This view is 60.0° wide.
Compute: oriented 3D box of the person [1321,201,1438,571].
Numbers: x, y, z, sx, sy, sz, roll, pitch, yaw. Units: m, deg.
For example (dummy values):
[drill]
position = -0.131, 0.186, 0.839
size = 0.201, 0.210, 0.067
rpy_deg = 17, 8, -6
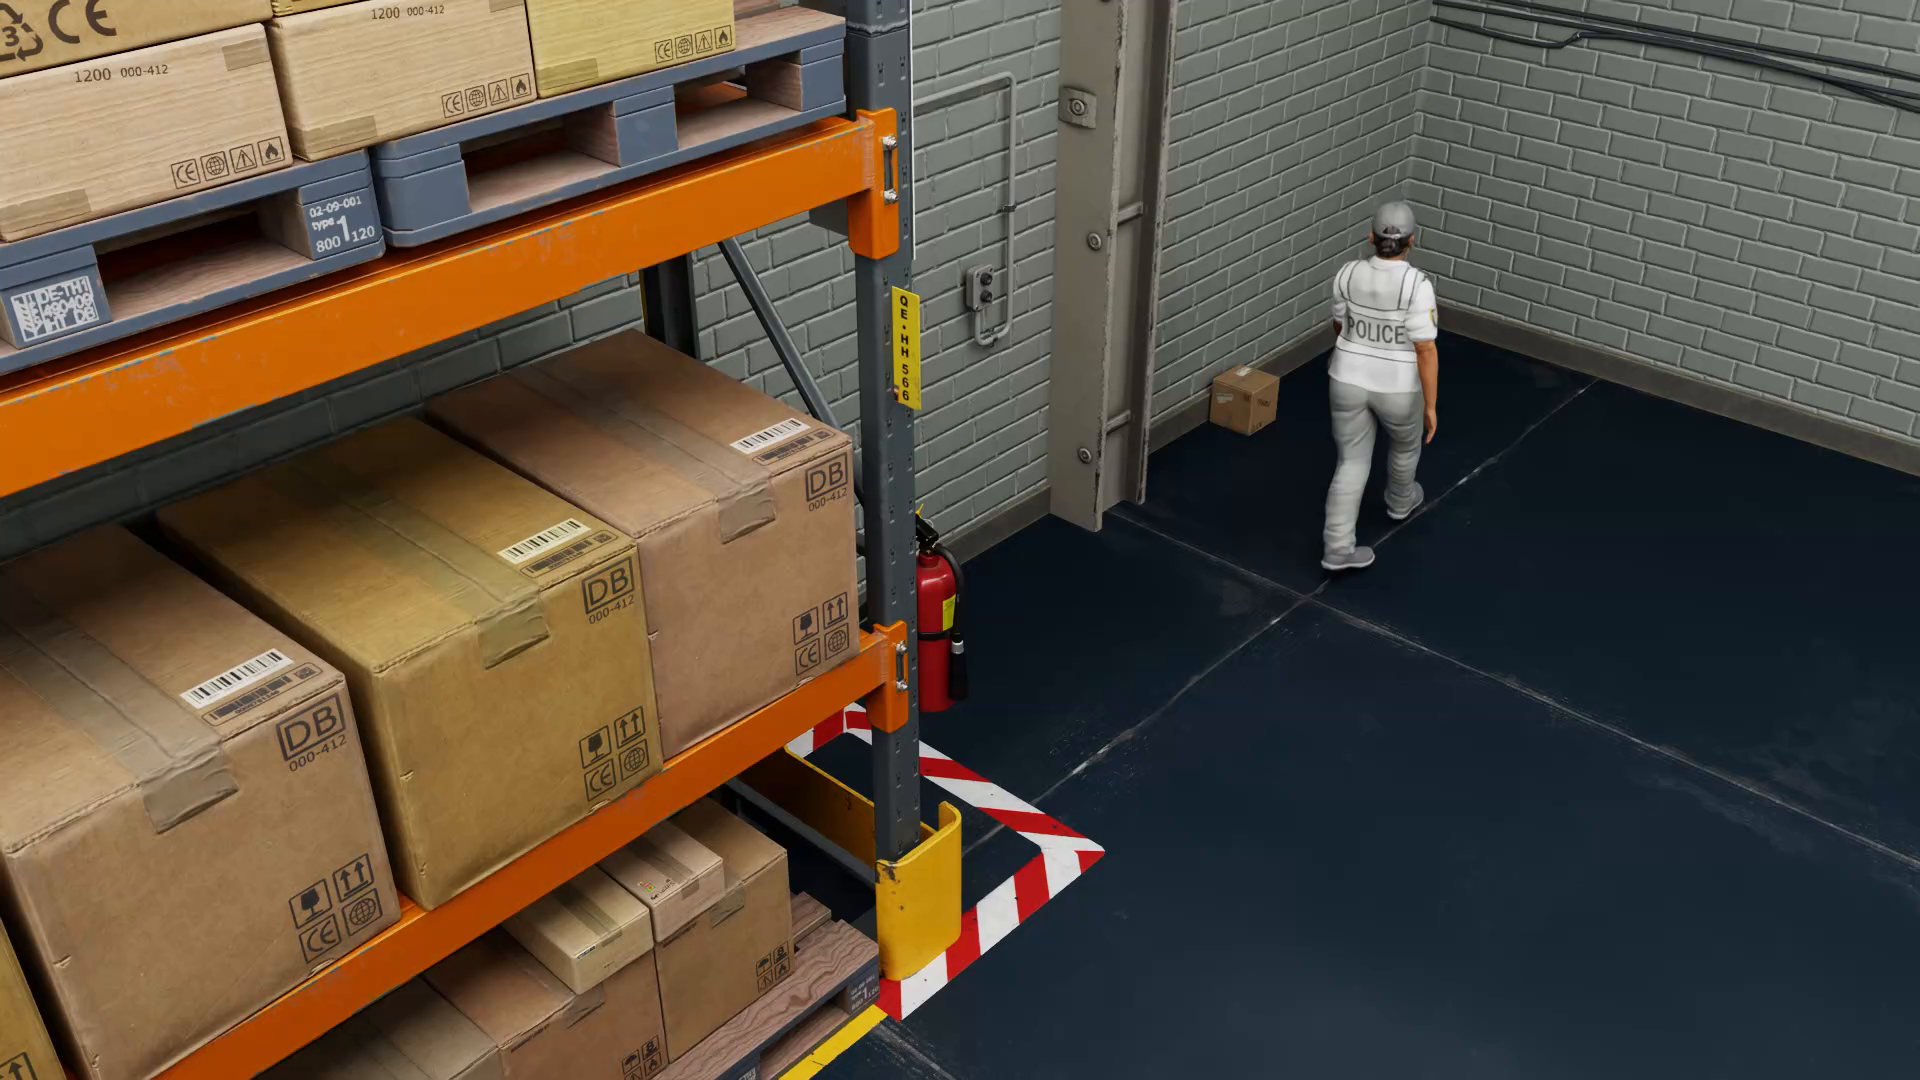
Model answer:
[person]
position = 1.891, -0.718, 7.296
size = 0.560, 1.607, 0.920
rpy_deg = 16, 35, 24
